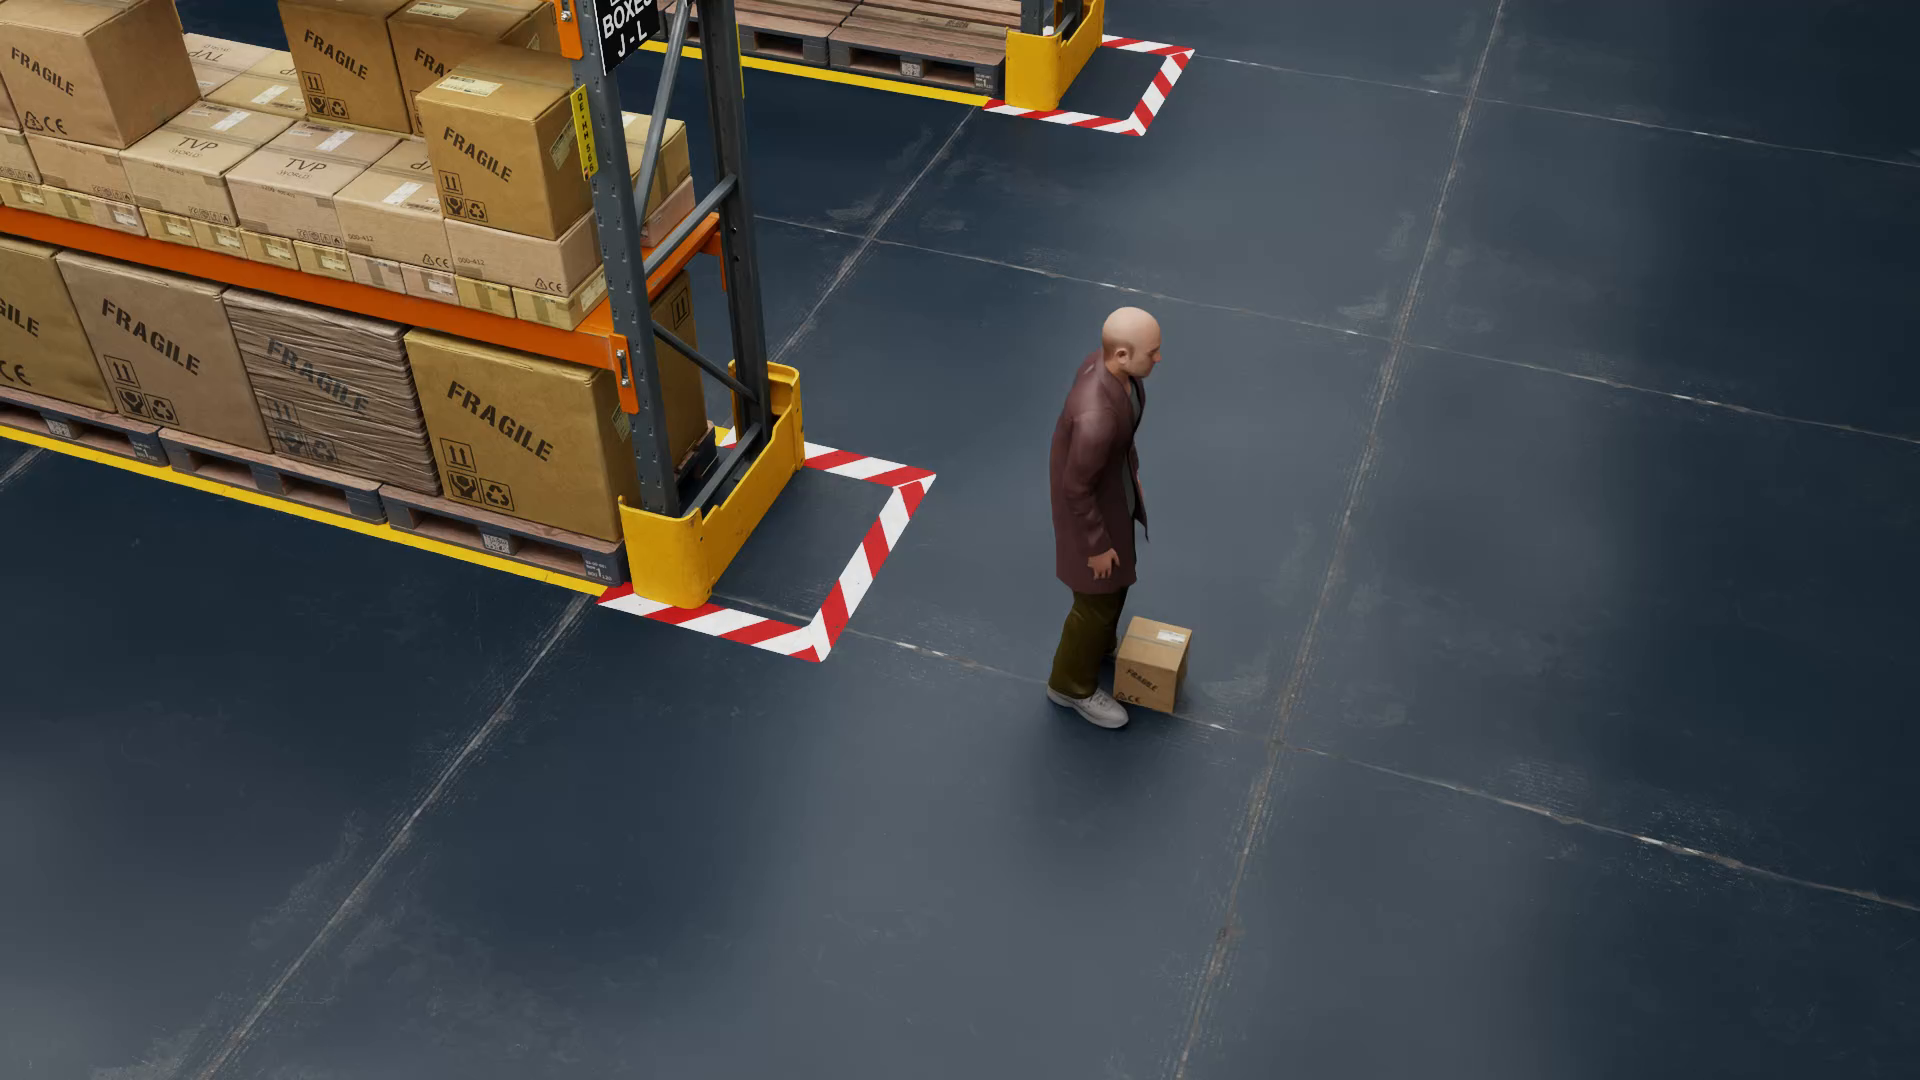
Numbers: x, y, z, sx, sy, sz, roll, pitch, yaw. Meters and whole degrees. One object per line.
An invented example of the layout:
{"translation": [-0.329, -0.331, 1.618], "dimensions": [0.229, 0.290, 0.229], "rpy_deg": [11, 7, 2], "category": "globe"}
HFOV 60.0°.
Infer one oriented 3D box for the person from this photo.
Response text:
{"translation": [0.549, -0.114, 6.301], "dimensions": [0.426, 1.774, 0.622], "rpy_deg": [12, 42, 14], "category": "person"}
